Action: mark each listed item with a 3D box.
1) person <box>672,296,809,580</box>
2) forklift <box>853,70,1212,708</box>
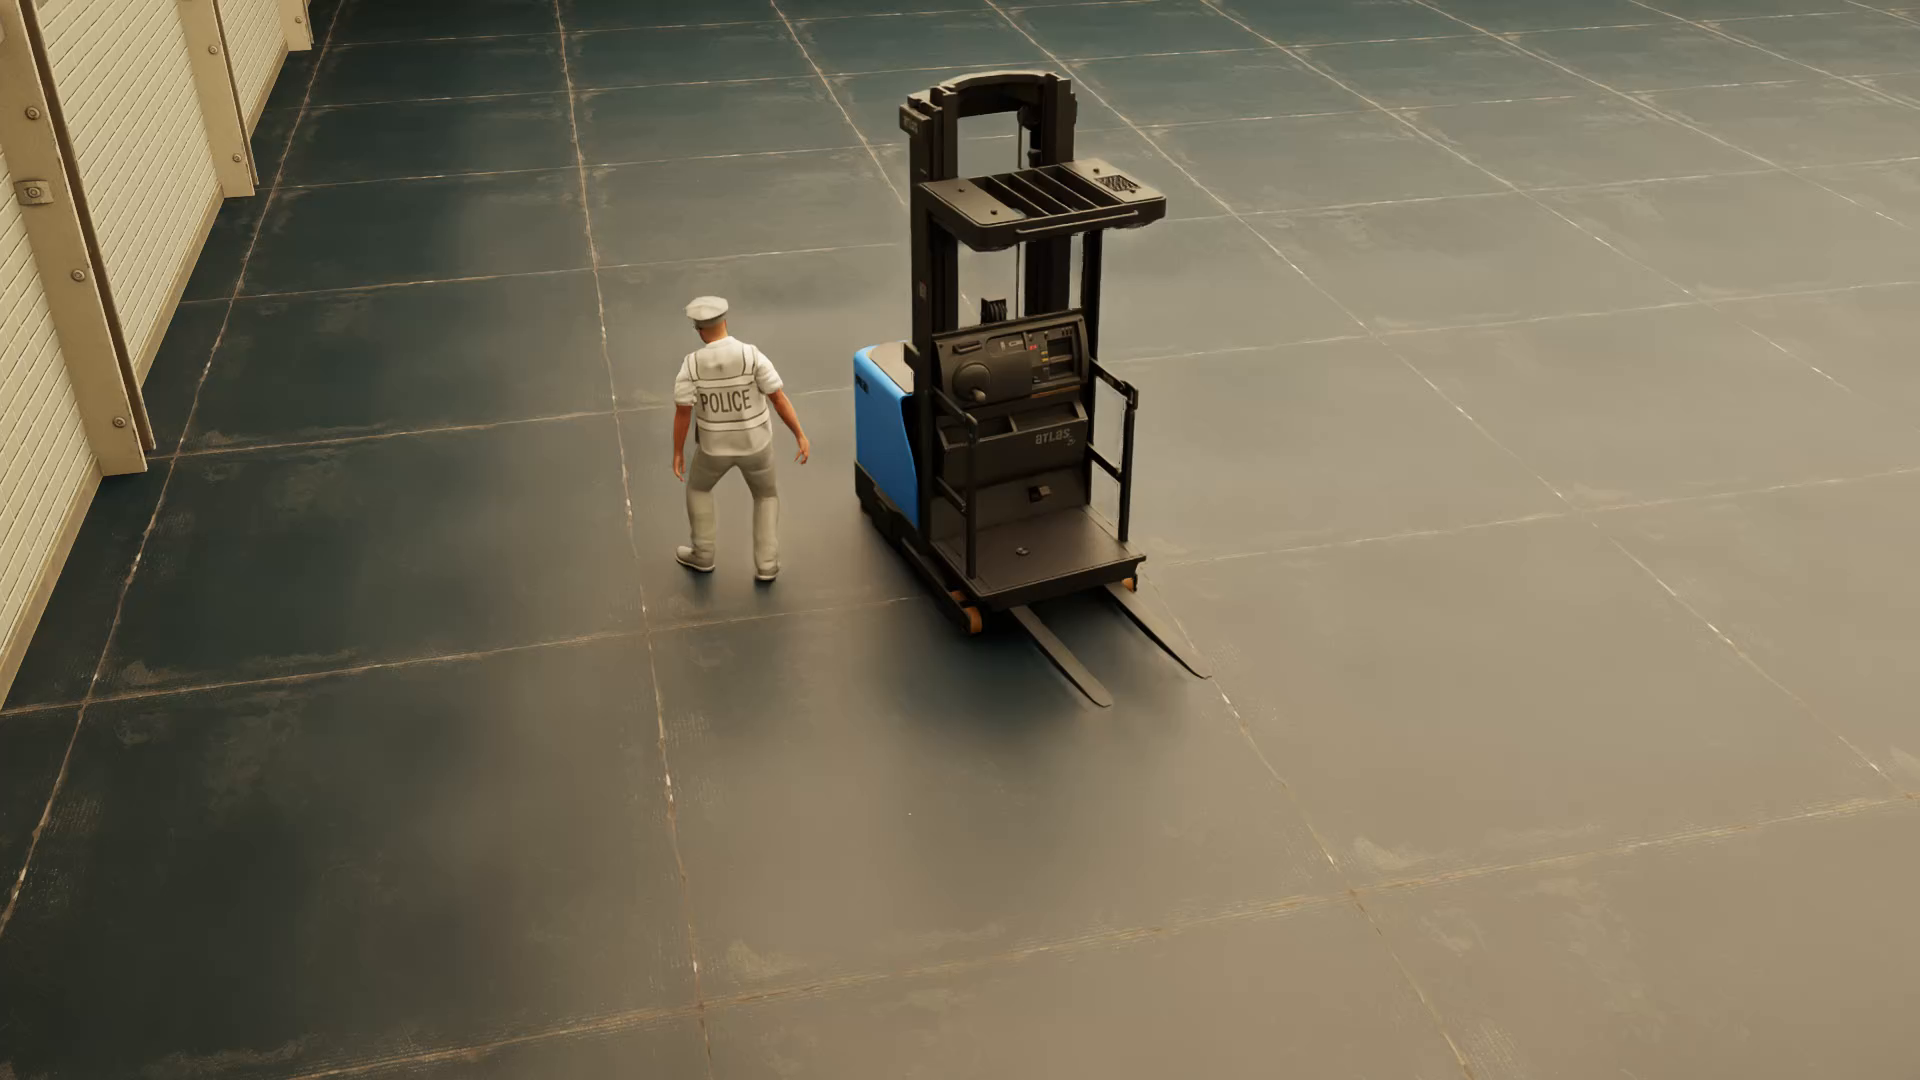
[{"bbox_3d":[-1.326,-0.557,9.823,0.878,1.733,0.461,0,30,0],"label":"person"},{"bbox_3d":[0.396,-0.973,9.255,1.130,2.935,3.031,-13,33,-22],"label":"forklift"}]
